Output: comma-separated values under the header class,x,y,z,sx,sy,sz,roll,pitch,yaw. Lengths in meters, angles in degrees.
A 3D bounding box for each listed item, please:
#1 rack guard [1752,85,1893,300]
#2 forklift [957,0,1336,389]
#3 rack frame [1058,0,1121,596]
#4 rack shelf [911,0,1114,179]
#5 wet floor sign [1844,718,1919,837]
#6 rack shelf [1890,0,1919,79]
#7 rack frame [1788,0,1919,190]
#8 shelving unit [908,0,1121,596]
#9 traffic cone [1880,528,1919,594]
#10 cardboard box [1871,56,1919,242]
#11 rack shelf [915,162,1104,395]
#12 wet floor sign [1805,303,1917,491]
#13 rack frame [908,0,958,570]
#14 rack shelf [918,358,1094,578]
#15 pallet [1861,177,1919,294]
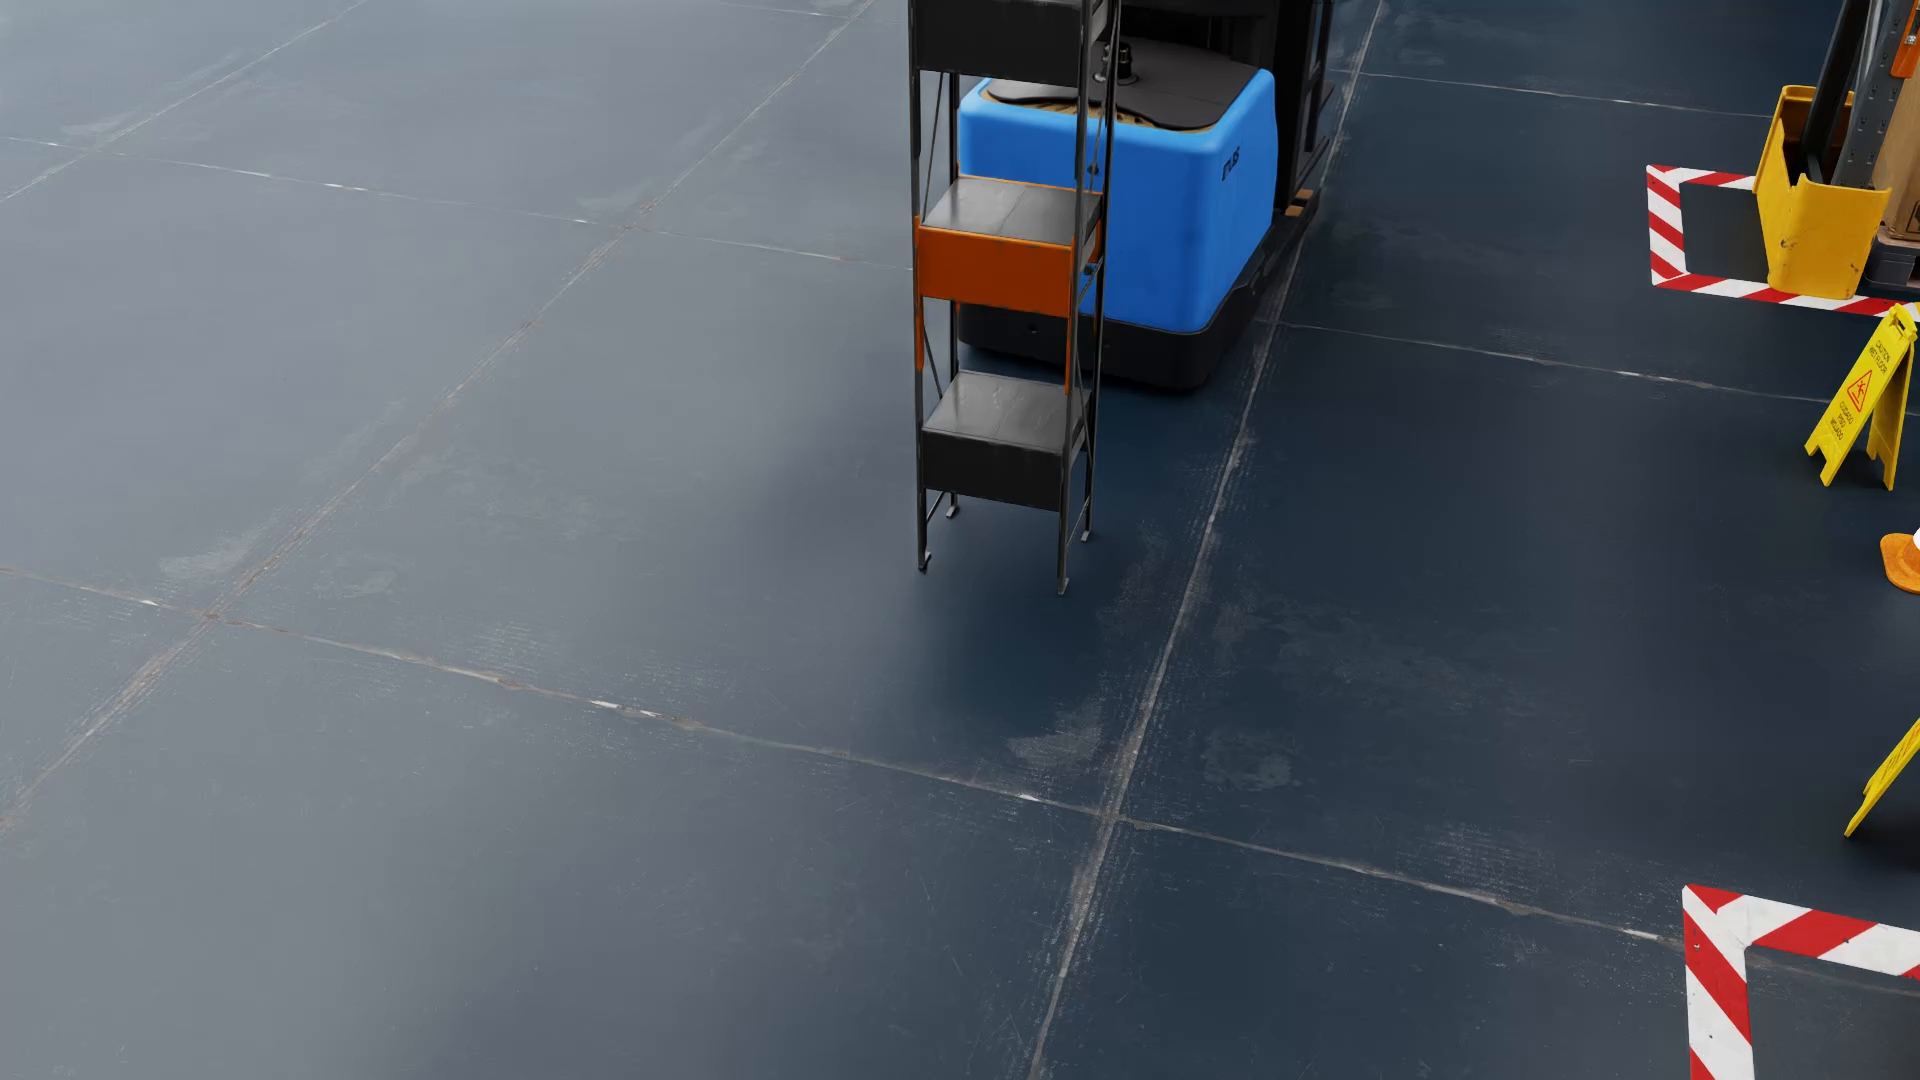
class,x,y,z,sx,sy,sz,roll,pitch,yaw
rack guard,3.854,-1.583,7.479,0.348,0.500,1.175,10,38,14
forklift,1.027,-2.632,6.853,1.130,2.935,3.031,14,39,19
rack frame,0.391,-0.773,5.029,0.015,2.100,0.400,10,38,14
rack shelf,0.158,-1.369,4.681,0.480,0.518,0.431,10,38,14
wet floor sign,2.635,0.542,4.469,0.232,0.644,0.267,24,43,29
rack shelf,5.786,-1.942,6.465,4.000,0.370,1.077,10,38,14
rack frame,3.877,-2.585,6.732,0.127,3.000,1.000,10,38,14
shelving unit,0.158,-0.816,5.088,0.503,2.100,0.431,10,38,14
traffic cone,3.299,-0.087,5.478,0.334,0.463,0.336,10,38,14
cardboard box,4.544,-1.816,7.125,0.875,0.875,0.875,11,38,14
rack shelf,0.158,-0.805,5.096,0.480,0.518,0.431,10,38,14
wet floor sign,3.259,-0.522,5.915,0.232,0.644,0.267,4,37,6
rack frame,-0.075,-0.860,5.146,0.015,2.100,0.400,10,38,14
rack shelf,0.158,-0.242,5.511,0.480,0.518,0.431,10,38,14
pallet,4.663,-1.365,7.427,1.213,0.211,1.003,10,38,14
